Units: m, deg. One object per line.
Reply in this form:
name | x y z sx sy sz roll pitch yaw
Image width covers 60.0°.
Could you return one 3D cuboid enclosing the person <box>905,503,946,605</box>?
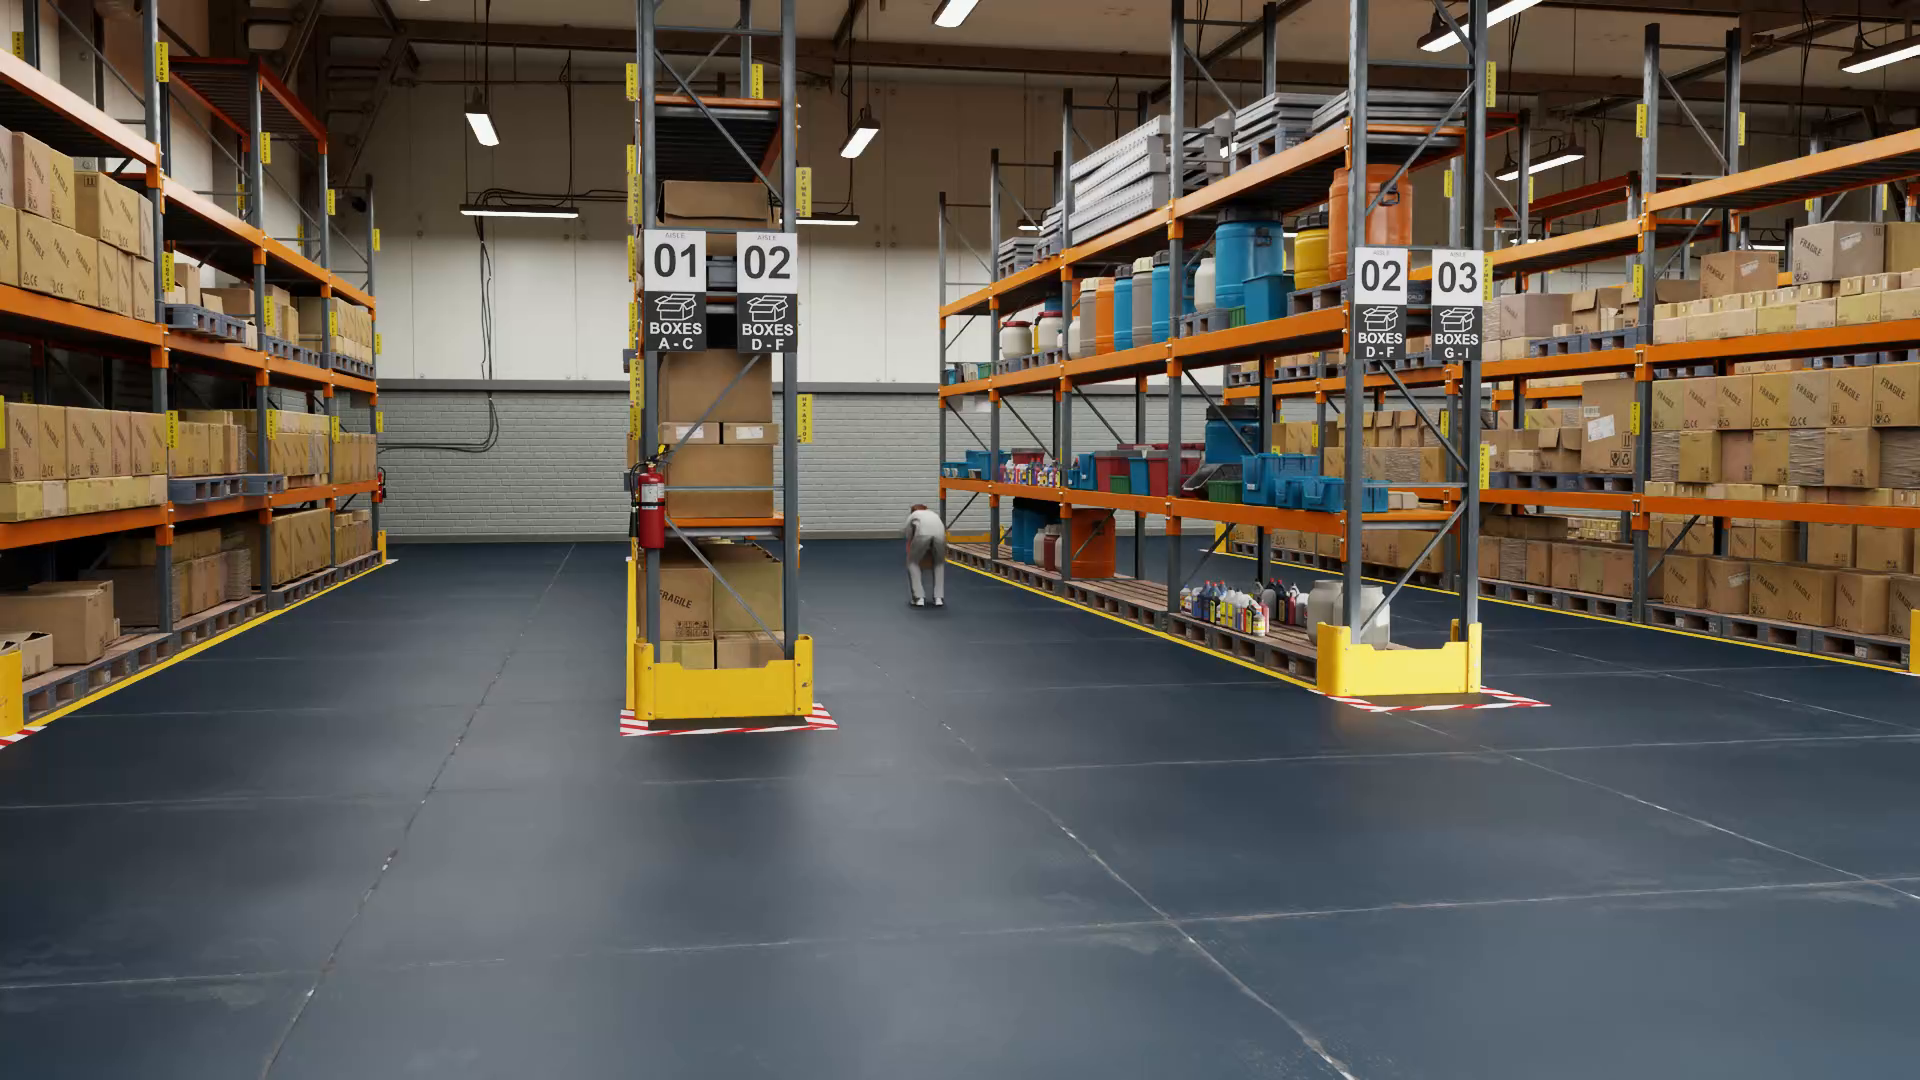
person | -0.412 0.158 19.126 0.447 1.148 0.853 -1 3 -14
